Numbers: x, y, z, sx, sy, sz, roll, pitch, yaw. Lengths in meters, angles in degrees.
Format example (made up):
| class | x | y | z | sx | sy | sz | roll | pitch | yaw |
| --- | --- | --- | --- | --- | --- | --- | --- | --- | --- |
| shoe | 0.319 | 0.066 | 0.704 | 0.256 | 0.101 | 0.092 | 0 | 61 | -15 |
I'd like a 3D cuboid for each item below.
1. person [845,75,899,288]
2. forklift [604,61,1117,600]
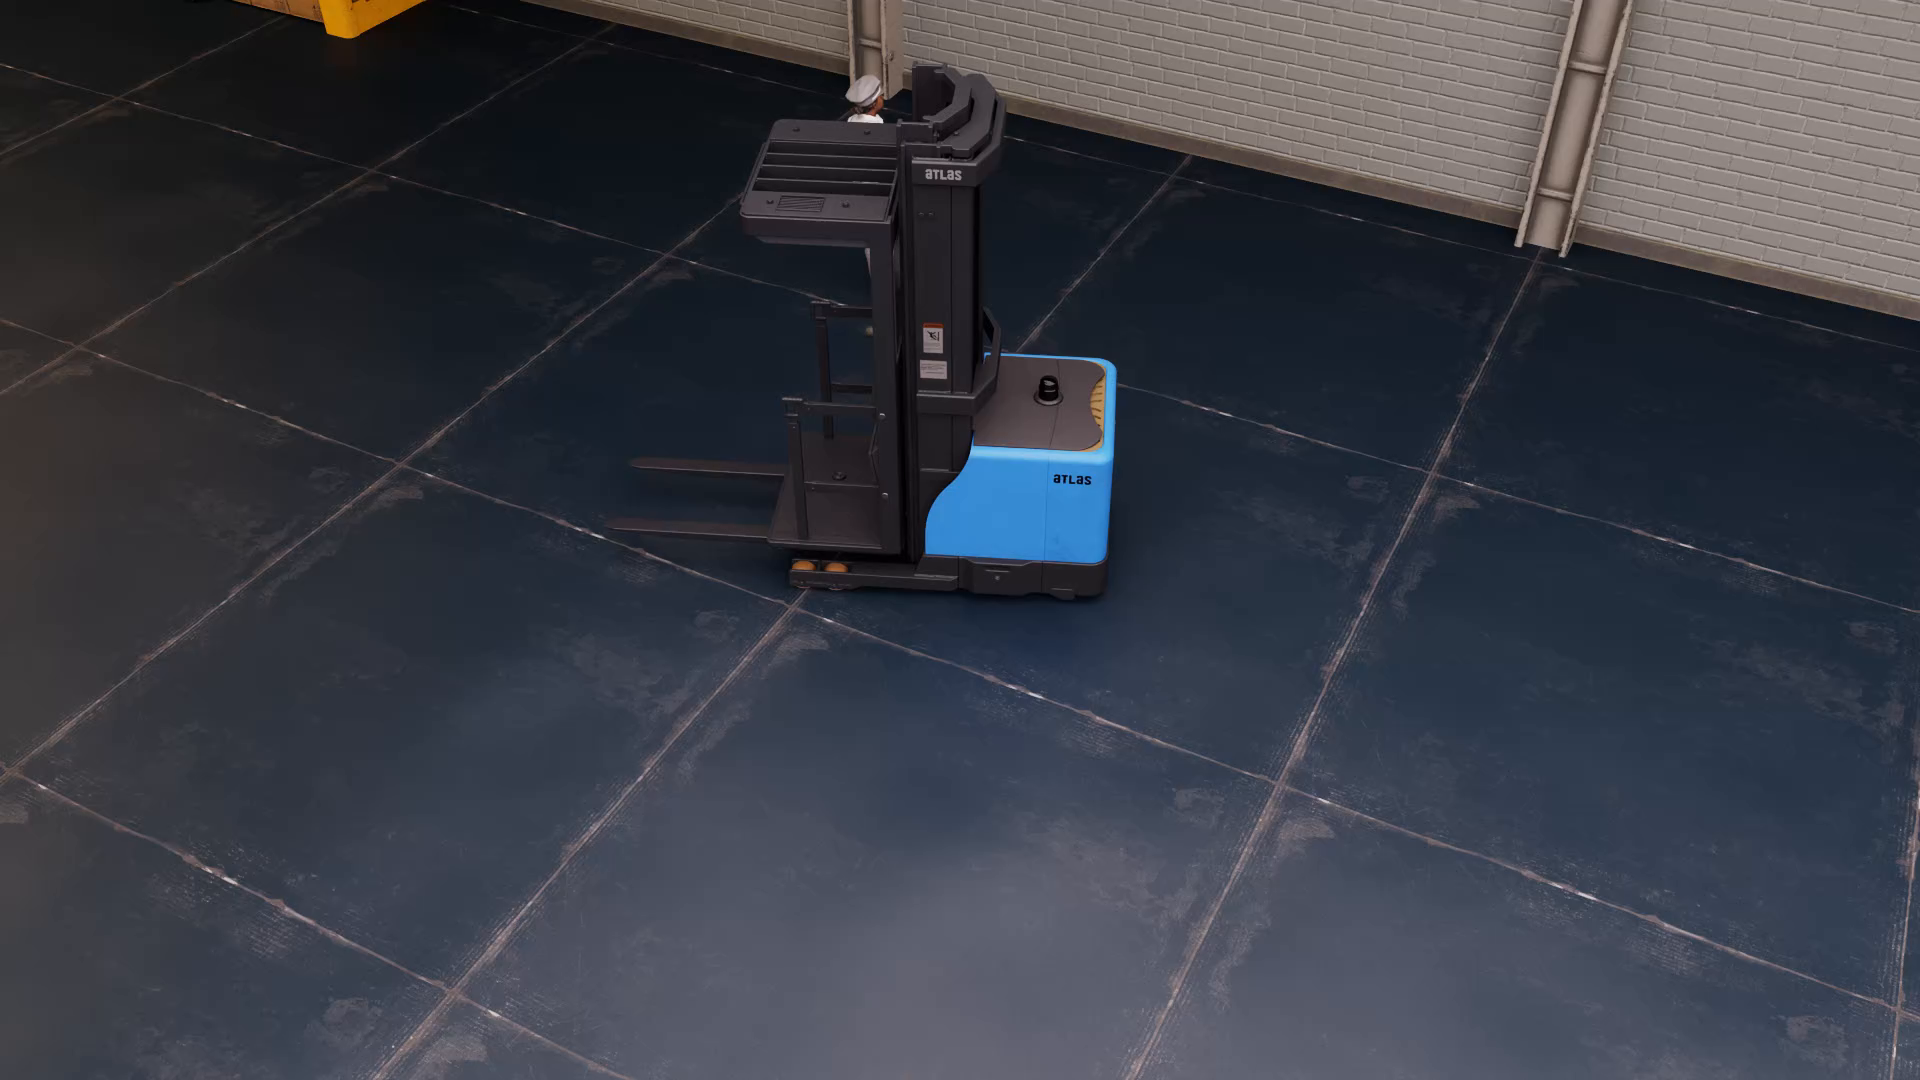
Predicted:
| class | x | y | z | sx | sy | sz | roll | pitch | yaw |
| --- | --- | --- | --- | --- | --- | --- | --- | --- | --- |
| person | -0.516 | -2.513 | 11.918 | 0.530 | 1.694 | 0.567 | -18 | 43 | -20 |
| forklift | -0.606 | -1.157 | 9.360 | 3.031 | 2.935 | 1.130 | 3 | 40 | 4 |
